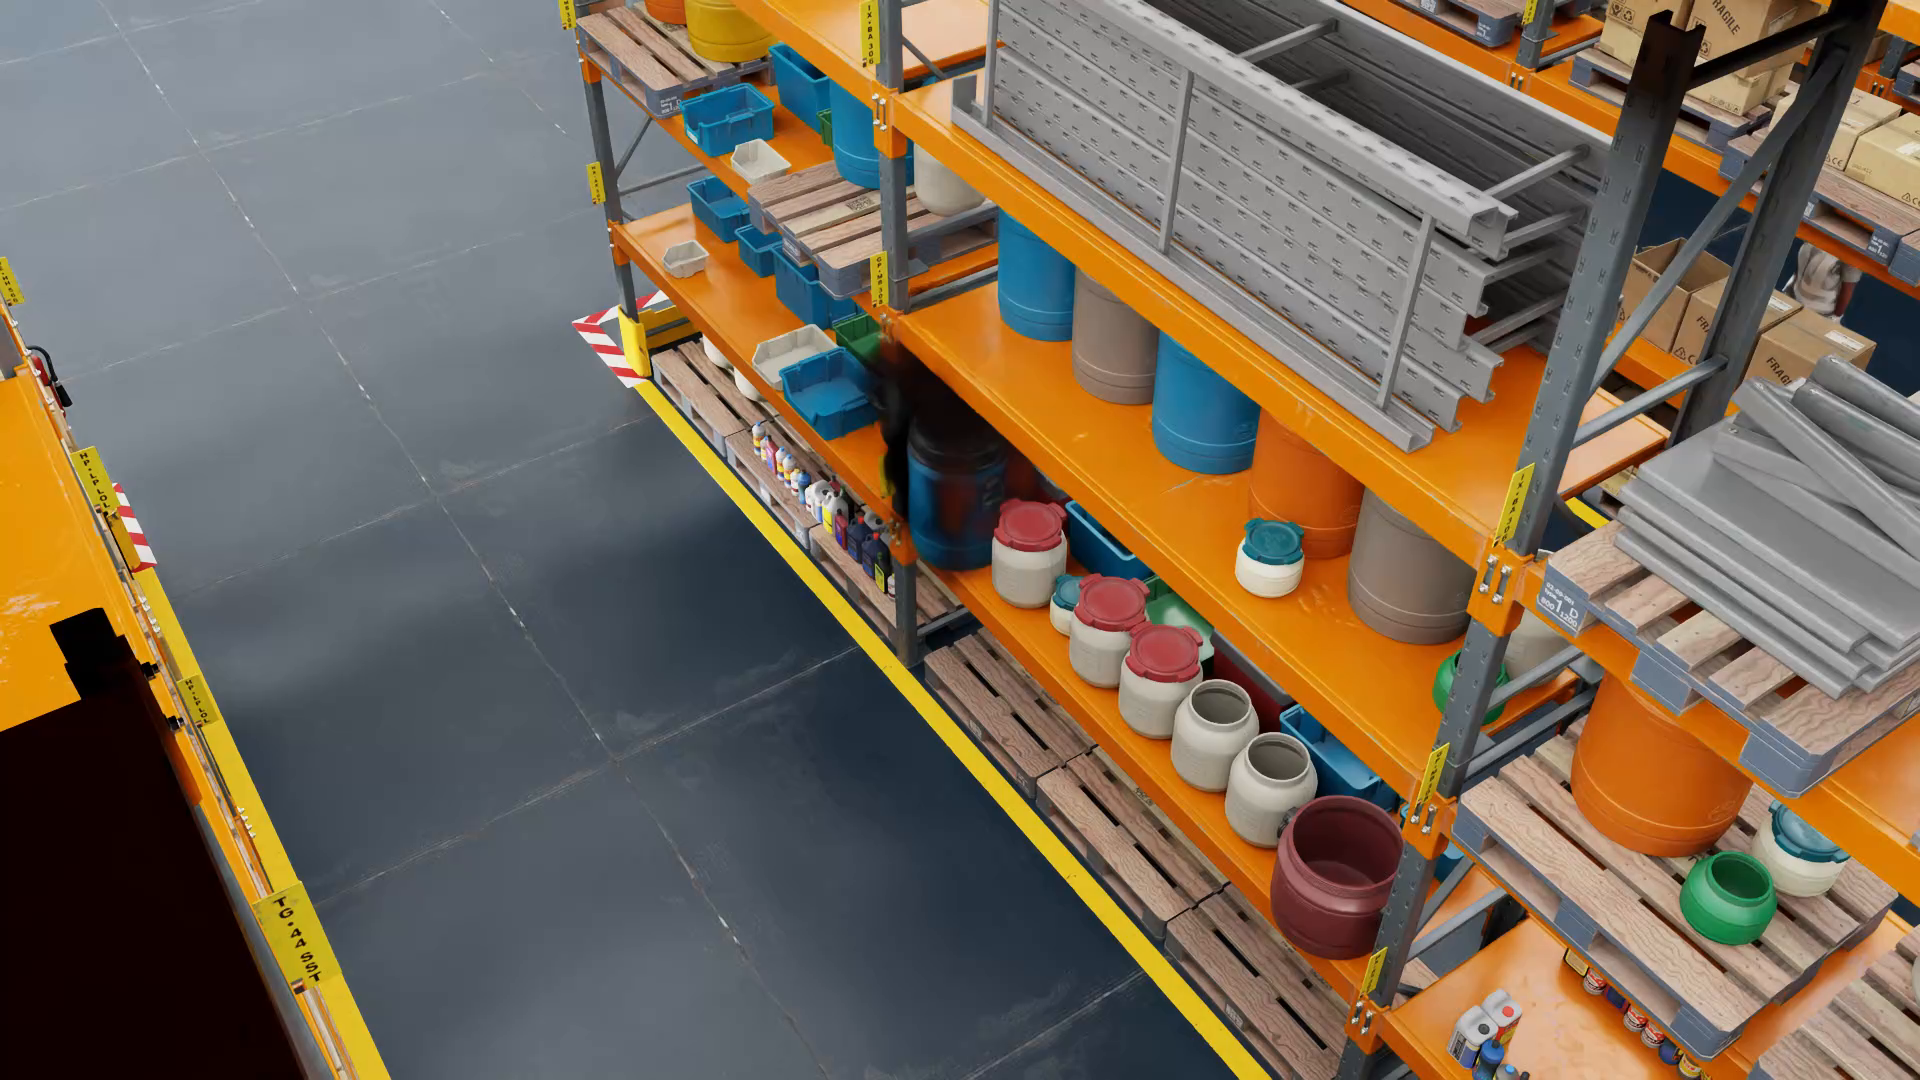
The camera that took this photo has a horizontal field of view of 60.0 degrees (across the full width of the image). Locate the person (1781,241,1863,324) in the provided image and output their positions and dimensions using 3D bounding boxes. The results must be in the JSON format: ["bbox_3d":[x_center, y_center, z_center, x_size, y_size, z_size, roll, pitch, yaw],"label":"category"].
[{"bbox_3d":[6.280,-1.810,12.421,0.588,1.781,0.569,10,44,10],"label":"person"}]
